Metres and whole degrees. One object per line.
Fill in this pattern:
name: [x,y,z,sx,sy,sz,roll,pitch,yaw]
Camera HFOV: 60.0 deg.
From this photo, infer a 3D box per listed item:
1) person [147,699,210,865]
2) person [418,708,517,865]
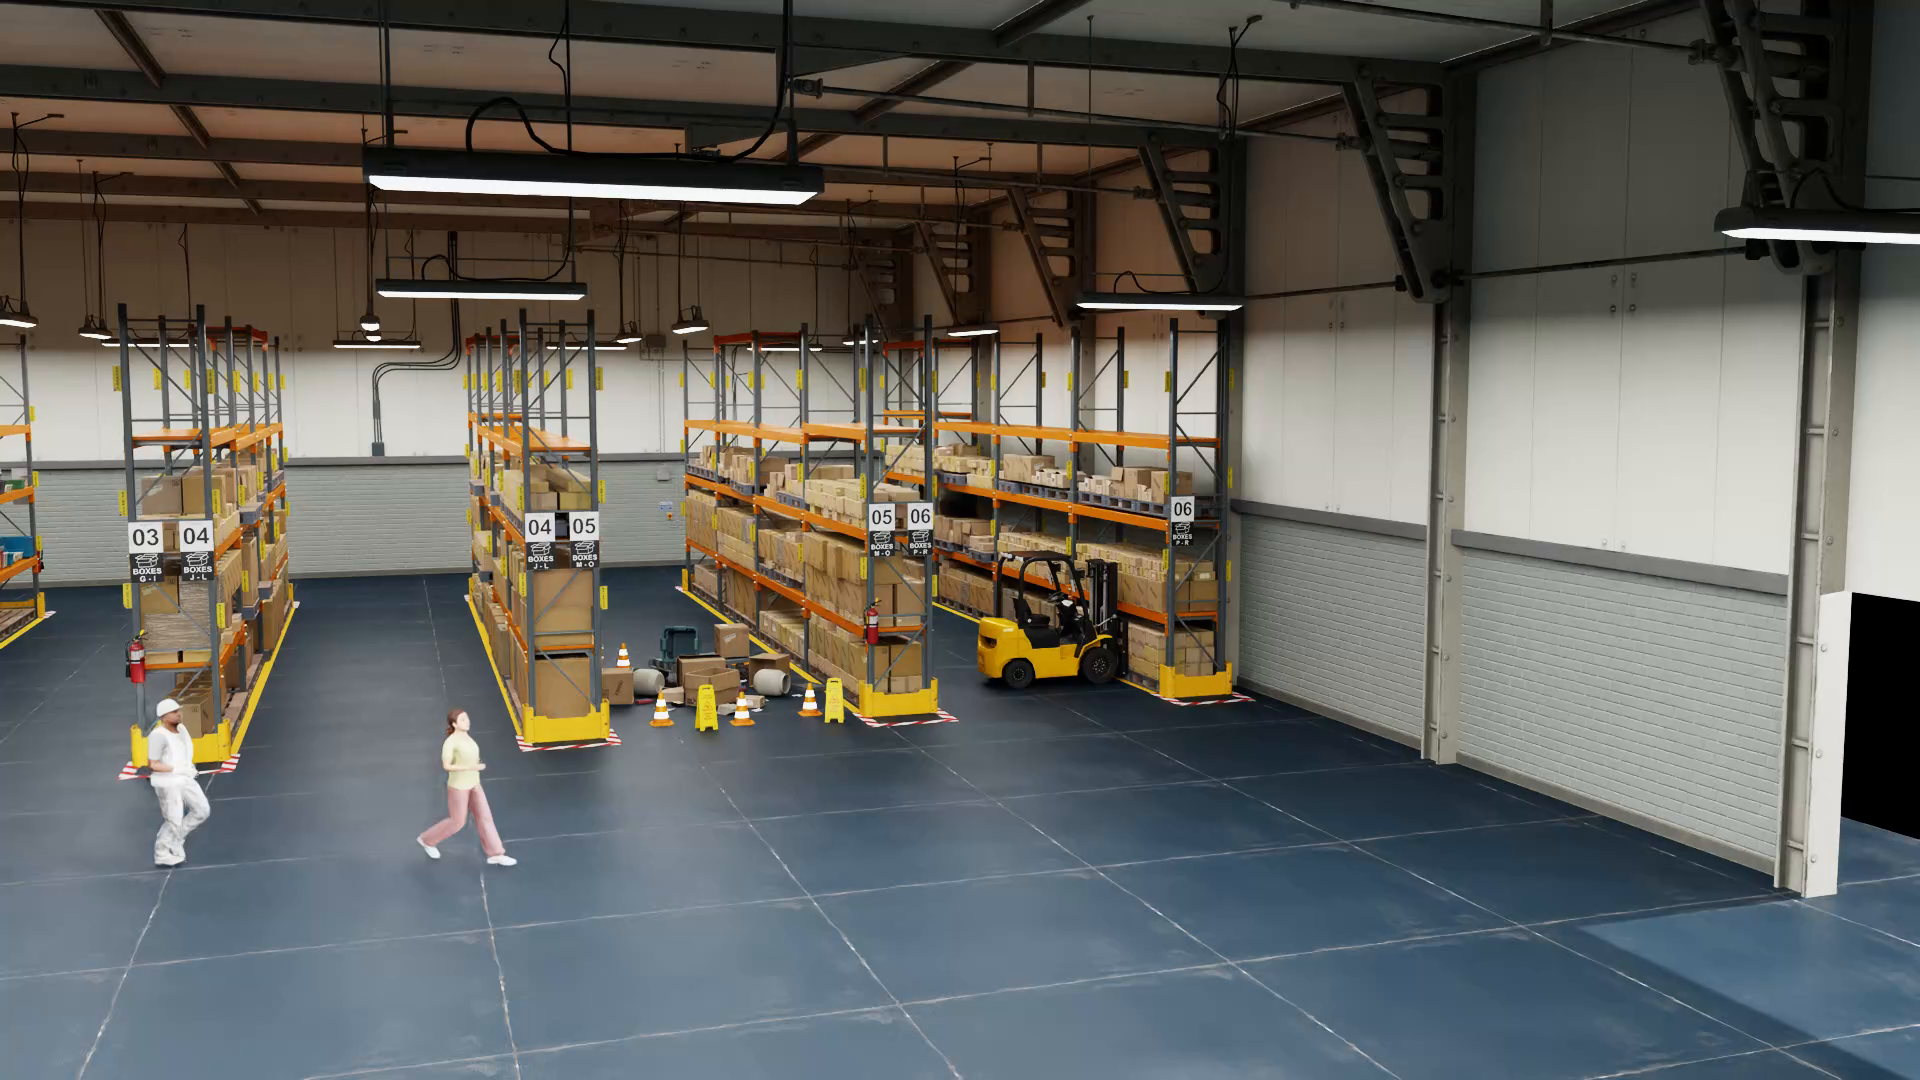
person: [-8.051,2.494,17.149,0.615,1.735,0.653,1,5,9]
person: [-5.085,2.533,17.103,1.053,1.626,0.588,1,6,14]
